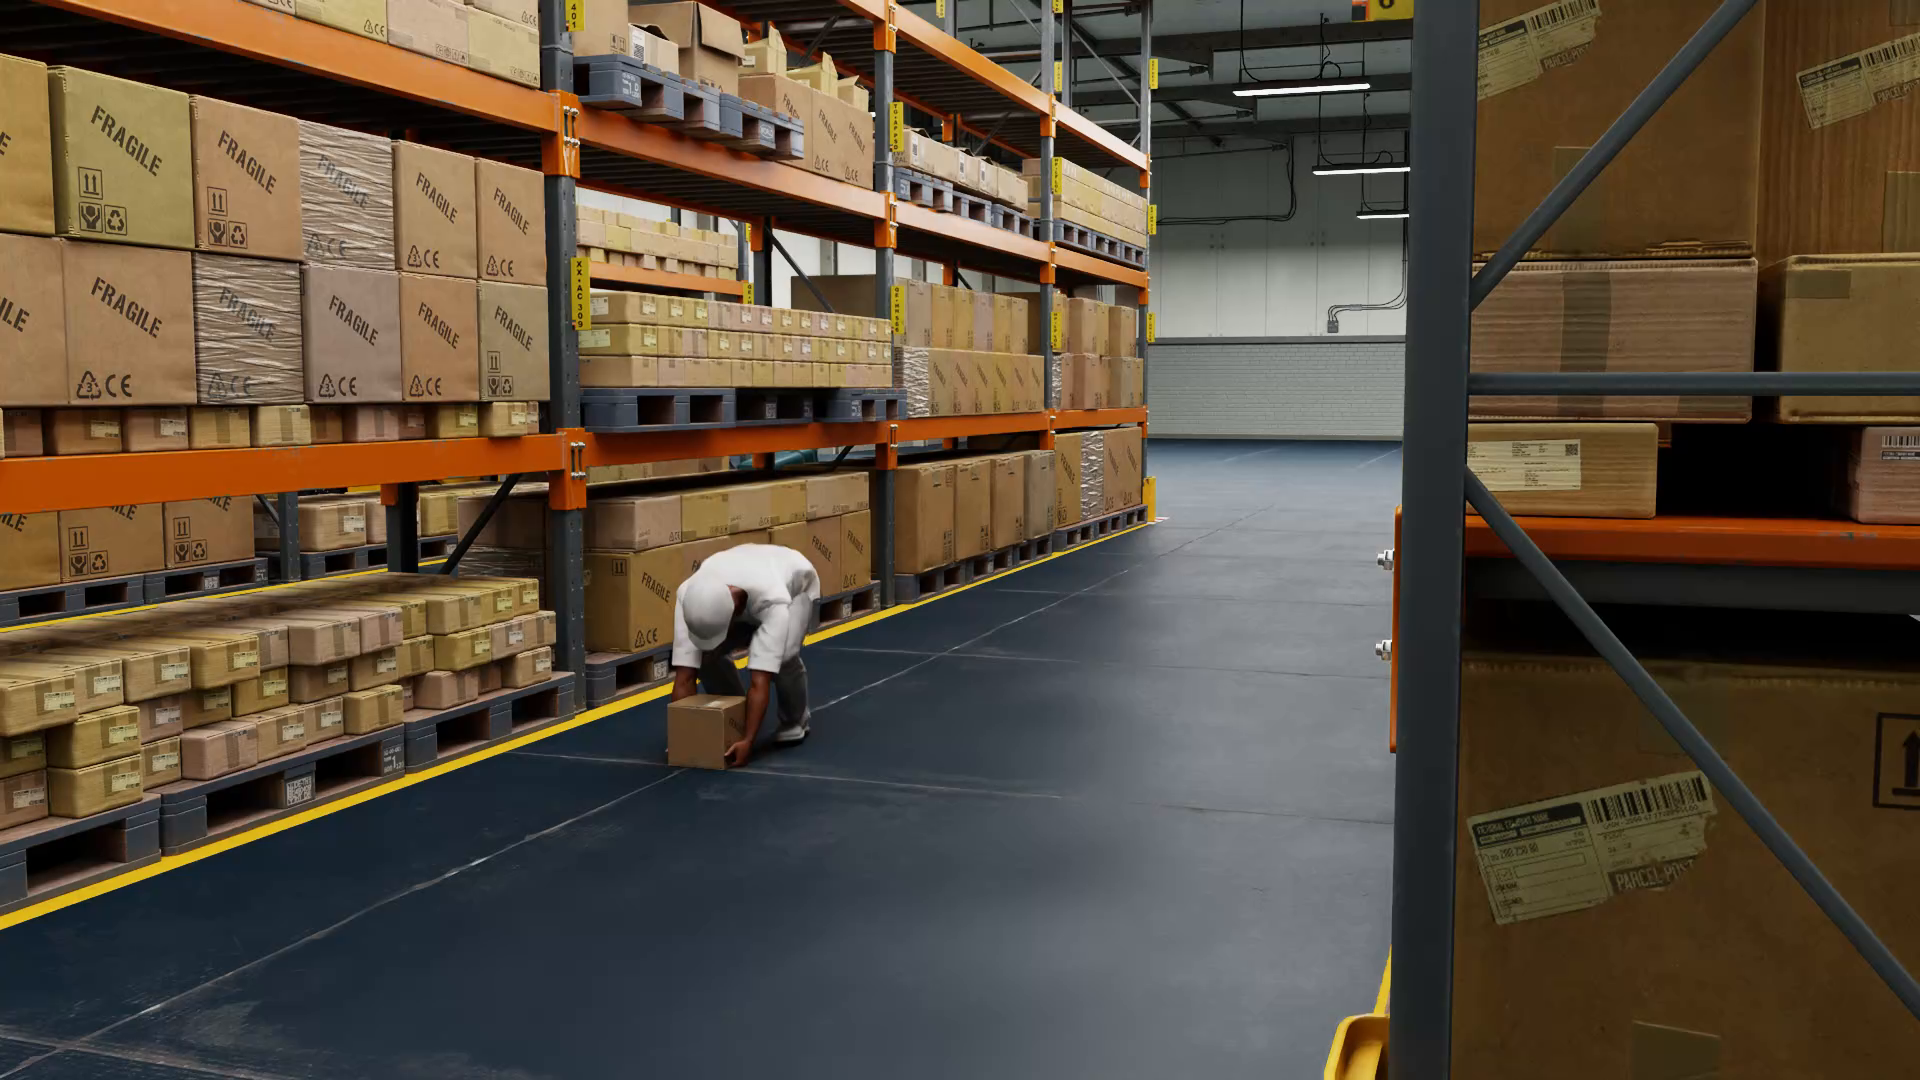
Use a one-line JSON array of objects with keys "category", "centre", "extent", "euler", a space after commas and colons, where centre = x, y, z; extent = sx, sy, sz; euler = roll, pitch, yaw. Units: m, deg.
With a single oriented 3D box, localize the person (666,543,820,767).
[{"category": "person", "centre": [-0.901, 0.461, 6.987], "extent": [0.517, 0.862, 0.980], "euler": [2, 5, 17]}]
